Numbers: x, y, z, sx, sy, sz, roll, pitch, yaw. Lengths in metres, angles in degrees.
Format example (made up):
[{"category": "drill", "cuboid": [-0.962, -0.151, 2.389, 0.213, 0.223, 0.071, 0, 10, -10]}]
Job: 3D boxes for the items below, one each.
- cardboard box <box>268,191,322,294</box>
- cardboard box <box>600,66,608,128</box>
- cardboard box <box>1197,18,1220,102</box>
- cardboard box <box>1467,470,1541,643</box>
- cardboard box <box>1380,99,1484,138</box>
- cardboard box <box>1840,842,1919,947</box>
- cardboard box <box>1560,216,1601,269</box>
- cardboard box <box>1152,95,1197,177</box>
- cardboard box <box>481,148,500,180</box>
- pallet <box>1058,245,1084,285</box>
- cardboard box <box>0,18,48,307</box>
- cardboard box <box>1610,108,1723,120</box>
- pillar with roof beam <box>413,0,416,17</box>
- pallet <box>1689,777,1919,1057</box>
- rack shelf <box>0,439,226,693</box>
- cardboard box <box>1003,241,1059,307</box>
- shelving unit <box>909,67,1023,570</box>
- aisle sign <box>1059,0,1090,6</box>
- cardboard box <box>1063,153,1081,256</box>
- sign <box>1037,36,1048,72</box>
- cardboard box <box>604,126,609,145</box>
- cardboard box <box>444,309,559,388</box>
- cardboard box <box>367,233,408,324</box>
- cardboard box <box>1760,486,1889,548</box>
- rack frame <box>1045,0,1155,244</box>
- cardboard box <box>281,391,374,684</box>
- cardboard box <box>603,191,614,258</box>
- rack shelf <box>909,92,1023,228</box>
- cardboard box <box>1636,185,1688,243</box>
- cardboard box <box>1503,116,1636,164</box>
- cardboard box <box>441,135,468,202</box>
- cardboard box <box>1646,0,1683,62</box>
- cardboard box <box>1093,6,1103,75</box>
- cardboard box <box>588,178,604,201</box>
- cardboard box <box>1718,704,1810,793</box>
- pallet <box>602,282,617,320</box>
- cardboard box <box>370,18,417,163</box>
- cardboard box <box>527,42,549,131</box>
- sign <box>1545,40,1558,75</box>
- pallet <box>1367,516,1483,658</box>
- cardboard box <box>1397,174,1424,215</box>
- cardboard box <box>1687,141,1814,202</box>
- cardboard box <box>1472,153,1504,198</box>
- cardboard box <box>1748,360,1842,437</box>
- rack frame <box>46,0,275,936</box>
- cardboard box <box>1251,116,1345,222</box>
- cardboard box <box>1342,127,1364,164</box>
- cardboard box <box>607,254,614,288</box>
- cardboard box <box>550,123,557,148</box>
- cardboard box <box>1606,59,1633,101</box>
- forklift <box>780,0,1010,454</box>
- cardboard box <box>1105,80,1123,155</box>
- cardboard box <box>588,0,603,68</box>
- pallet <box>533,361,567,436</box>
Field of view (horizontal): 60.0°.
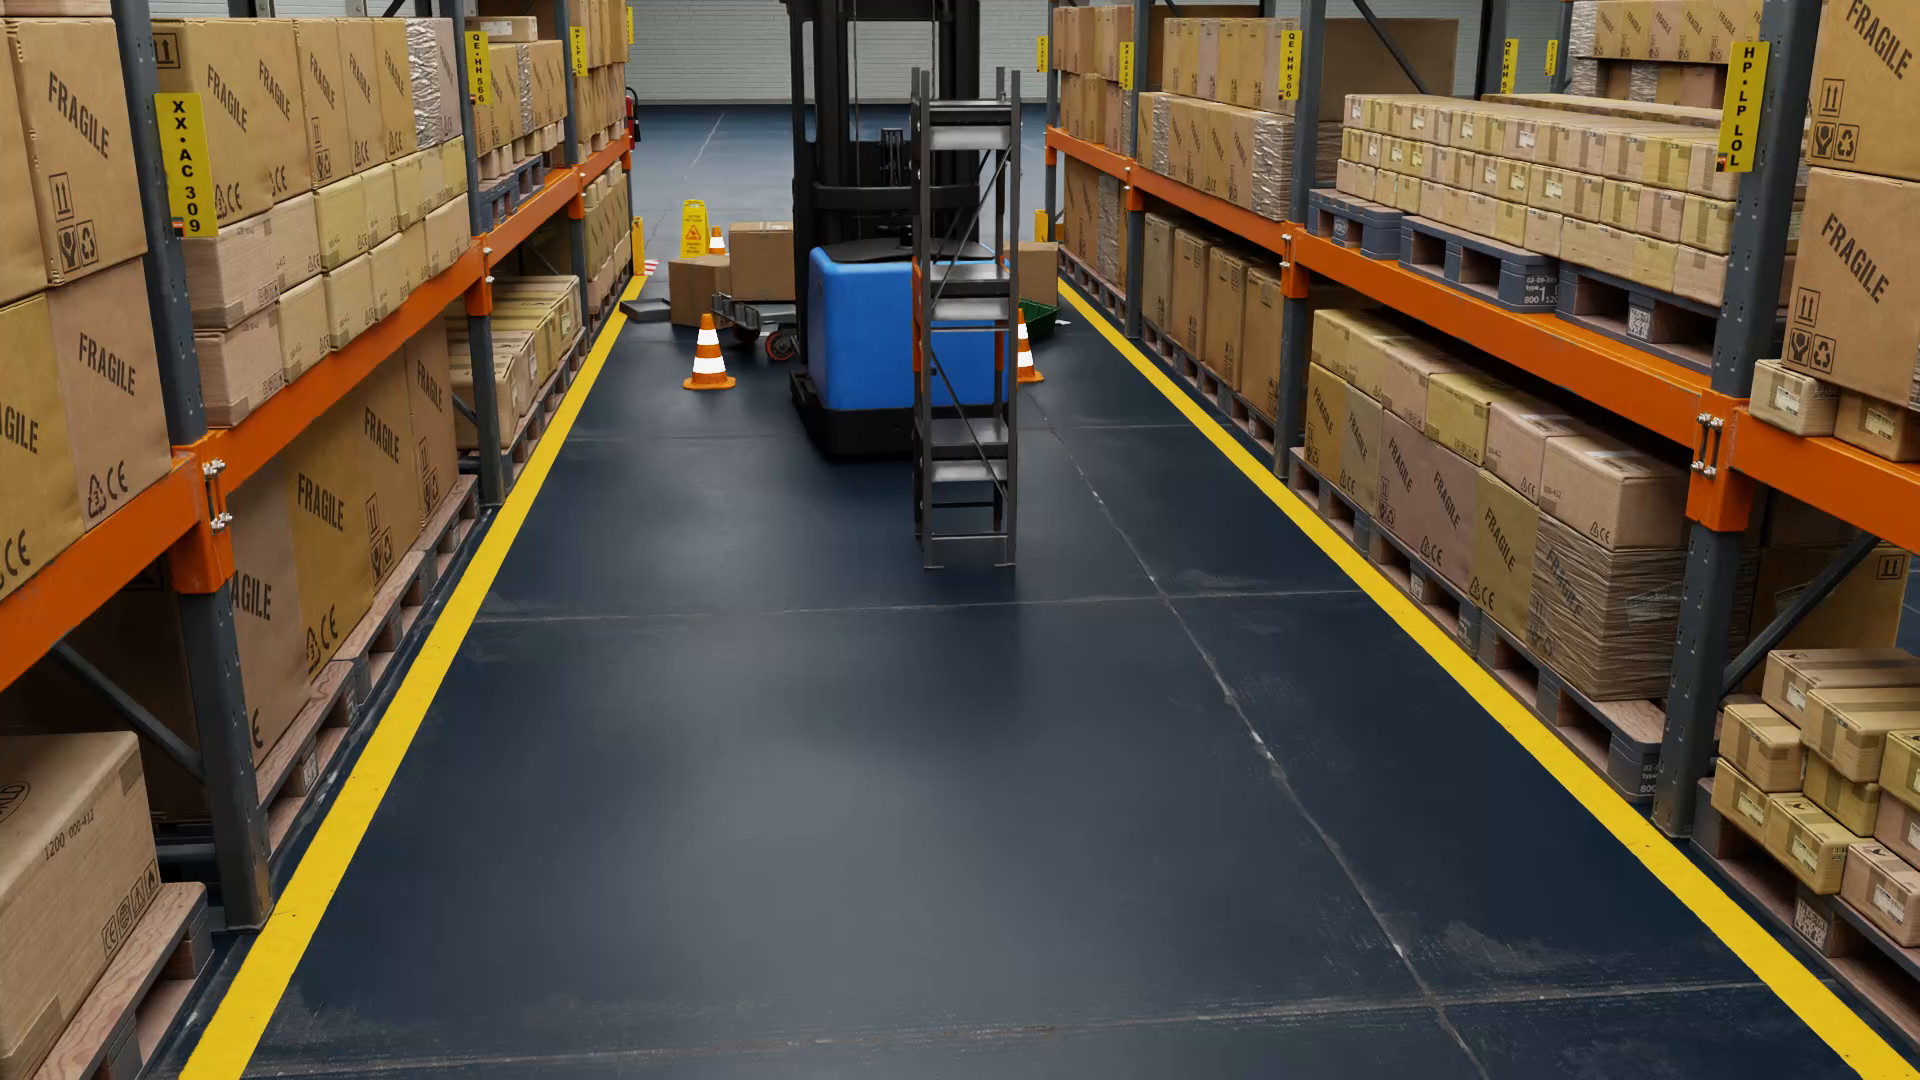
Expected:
[{"category": "cardboard box", "cuboid": [-2.190, -0.860, 4.825, 0.500, 0.250, 0.500, -2, 17, -5]}, {"category": "cardboard box", "cuboid": [-3.122, -3.560, 13.346, 0.500, 0.500, 0.500, -2, 17, -5]}, {"category": "cardboard box", "cuboid": [1.909, -3.039, 10.512, 0.700, 0.500, 0.500, -2, 18, -5]}, {"category": "cardboard box", "cuboid": [2.190, 0.045, 5.999, 0.500, 0.500, 0.500, -2, 18, -7]}, {"category": "cardboard box", "cuboid": [2.063, -1.841, 7.259, 0.380, 0.149, 0.250, -2, 18, -6]}, {"category": "cardboard box", "cuboid": [2.393, 0.848, 4.026, 0.380, 0.149, 0.250, -2, 18, -6]}, {"category": "cardboard box", "cuboid": [2.255, -1.001, 5.576, 0.380, 0.149, 0.250, -3, 18, -8]}, {"category": "cardboard box", "cuboid": [1.584, -2.698, 11.095, 0.500, 0.500, 0.500, -2, 18, -5]}, {"category": "cardboard box", "cuboid": [-2.583, -1.942, 8.573, 0.380, 0.149, 0.250, -3, 18, -9]}, {"category": "pallet", "cuboid": [1.492, -2.591, 15.577, 1.003, 0.211, 1.213, -2, 18, -6]}, {"category": "cardboard box", "cuboid": [-1.976, -0.640, 2.872, 0.500, 0.500, 0.500, -2, 18, -6]}, {"category": "cardboard box", "cuboid": [2.795, -1.621, 6.557, 0.380, 0.149, 0.250, -1, 17, -3]}, {"category": "pillar with roof beam", "cuboid": [-7.536, -13.730, 36.387, 9.100, 9.000, 0.400, -2, 18, -6]}, {"category": "pallet", "cuboid": [2.674, 0.948, 4.306, 1.003, 0.211, 1.213, -2, 18, -6]}, {"category": "rack shelf", "cuboid": [-2.137, 0.540, 2.149, 1.077, 0.370, 4.000, -2, 18, -6]}, {"category": "cardboard box", "cuboid": [0.564, -2.205, 13.861, 0.500, 0.500, 0.500, 1, 17, 4]}, {"category": "shelving unit", "cuboid": [0.017, -0.952, 7.205, 0.431, 2.100, 0.503, -2, 18, -6]}, {"category": "aisle sign", "cuboid": [1.026, -5.409, 15.559, 0.394, 0.787, 0.004, -2, 18, -6]}, {"category": "cardboard box", "cuboid": [1.468, -3.144, 15.529, 0.875, 0.875, 0.875, -2, 18, -5]}, {"category": "sign", "cuboid": [0.779, -4.593, 15.720, 0.100, 0.325, 0.005, -2, 18, -6]}, {"category": "cardboard box", "cuboid": [-3.128, -3.370, 13.824, 0.380, 0.149, 0.250, -2, 18, -6]}, {"category": "cardboard box", "cuboid": [-2.961, -1.152, 10.023, 0.950, 0.372, 0.625, -1, 17, -4]}, {"category": "cardboard box", "cuboid": [-2.261, -0.923, 5.860, 0.500, 0.250, 0.500, -2, 18, -7]}, {"category": "cardboard box", "cuboid": [2.756, -0.176, 5.449, 0.500, 0.250, 0.500, -3, 18, -8]}, {"category": "rack frame", "cuboid": [1.332, -4.157, 15.911, 1.000, 3.000, 0.127, -2, 18, -6]}, {"category": "cardboard box", "cuboid": [-2.588, -0.037, 5.632, 0.875, 0.875, 0.875, -1, 17, -4]}, {"category": "cardboard box", "cuboid": [-3.080, -2.526, 13.354, 0.500, 0.500, 0.500, -1, 17, -3]}, {"category": "rack shelf", "cuboid": [0.017, -1.607, 7.000, 0.431, 0.518, 0.480, -2, 18, -6]}, {"category": "cardboard box", "cuboid": [2.304, -0.995, 5.061, 0.380, 0.149, 0.250, -2, 18, -5]}, {"category": "cardboard box", "cuboid": [2.201, -1.448, 6.007, 0.380, 0.149, 0.250, -3, 18, -8]}, {"category": "cardboard box", "cuboid": [-2.453, -1.621, 7.249, 0.500, 0.250, 0.500, -2, 18, -6]}, {"category": "cardboard box", "cuboid": [6.217, -4.328, 14.121, 0.500, 0.500, 0.500, -2, 18, -6]}, {"category": "cardboard box", "cuboid": [1.587, -4.146, 13.823, 0.875, 0.550, 0.500, -2, 18, -6]}, {"category": "cardboard box", "cuboid": [-2.969, -2.714, 12.870, 0.380, 0.149, 0.250, -1, 17, -4]}, {"category": "cardboard box", "cuboid": [2.289, 0.554, 4.467, 0.380, 0.149, 0.250, -1, 17, -3]}, {"category": "pallet", "cuboid": [-3.402, -2.015, 13.744, 1.003, 0.211, 1.213, -2, 18, -6]}, {"category": "cardboard box", "cuboid": [-2.337, -1.669, 6.148, 0.500, 0.500, 0.500, -2, 18, -6]}, {"category": "cardboard box", "cuboid": [-2.793, -2.740, 10.033, 0.500, 0.500, 0.500, -1, 17, -4]}, {"category": "sign", "cuboid": [5.736, -4.676, 16.120, 0.100, 0.325, 0.005, -2, 18, -6]}, {"category": "pallet", "cuboid": [2.359, 0.152, 6.839, 1.003, 0.211, 1.213, -2, 18, -6]}, {"category": "cardboard box", "cuboid": [2.088, -1.474, 7.082, 0.380, 0.149, 0.250, -1, 17, -3]}, {"category": "cardboard box", "cuboid": [2.334, -1.060, 4.770, 0.380, 0.149, 0.250, -1, 17, -3]}, {"category": "cardboard box", "cuboid": [2.173, -1.382, 6.293, 0.380, 0.149, 0.250, -1, 17, -4]}, {"category": "cardboard box", "cuboid": [2.273, -0.367, 4.259, 0.380, 0.149, 0.250, -1, 17, -4]}, {"category": "rack frame", "cuboid": [-2.343, -0.399, 3.940, 1.000, 3.000, 0.127, -2, 18, -6]}, {"category": "cardboard box", "cuboid": [1.844, -1.947, 8.705, 0.500, 0.500, 0.500, -2, 18, -6]}, {"category": "cardboard box", "cuboid": [2.007, -1.846, 7.770, 0.380, 0.149, 0.250, -1, 17, -3]}, {"category": "cardboard box", "cuboid": [-3.084, -2.172, 13.476, 0.500, 0.250, 0.500, -2, 18, -6]}, {"category": "cardboard box", "cuboid": [-2.769, -2.563, 10.552, 0.380, 0.149, 0.250, -2, 18, -7]}, {"category": "cardboard box", "cuboid": [6.476, -4.160, 15.256, 0.875, 0.500, 0.500, -2, 18, -6]}, {"category": "forklift", "cuboid": [-0.474, -2.260, 9.981, 1.130, 2.935, 3.031, -3, 18, -10]}, {"category": "cardboard box", "cuboid": [1.615, -3.310, 12.961, 0.875, 0.550, 0.550, -2, 18, -6]}, {"category": "cardboard box", "cuboid": [-3.029, -3.740, 12.248, 0.700, 0.500, 0.500, -2, 18, -5]}, {"category": "pallet", "cuboid": [-2.958, -0.856, 10.050, 1.003, 0.211, 1.213, -2, 18, -6]}]
